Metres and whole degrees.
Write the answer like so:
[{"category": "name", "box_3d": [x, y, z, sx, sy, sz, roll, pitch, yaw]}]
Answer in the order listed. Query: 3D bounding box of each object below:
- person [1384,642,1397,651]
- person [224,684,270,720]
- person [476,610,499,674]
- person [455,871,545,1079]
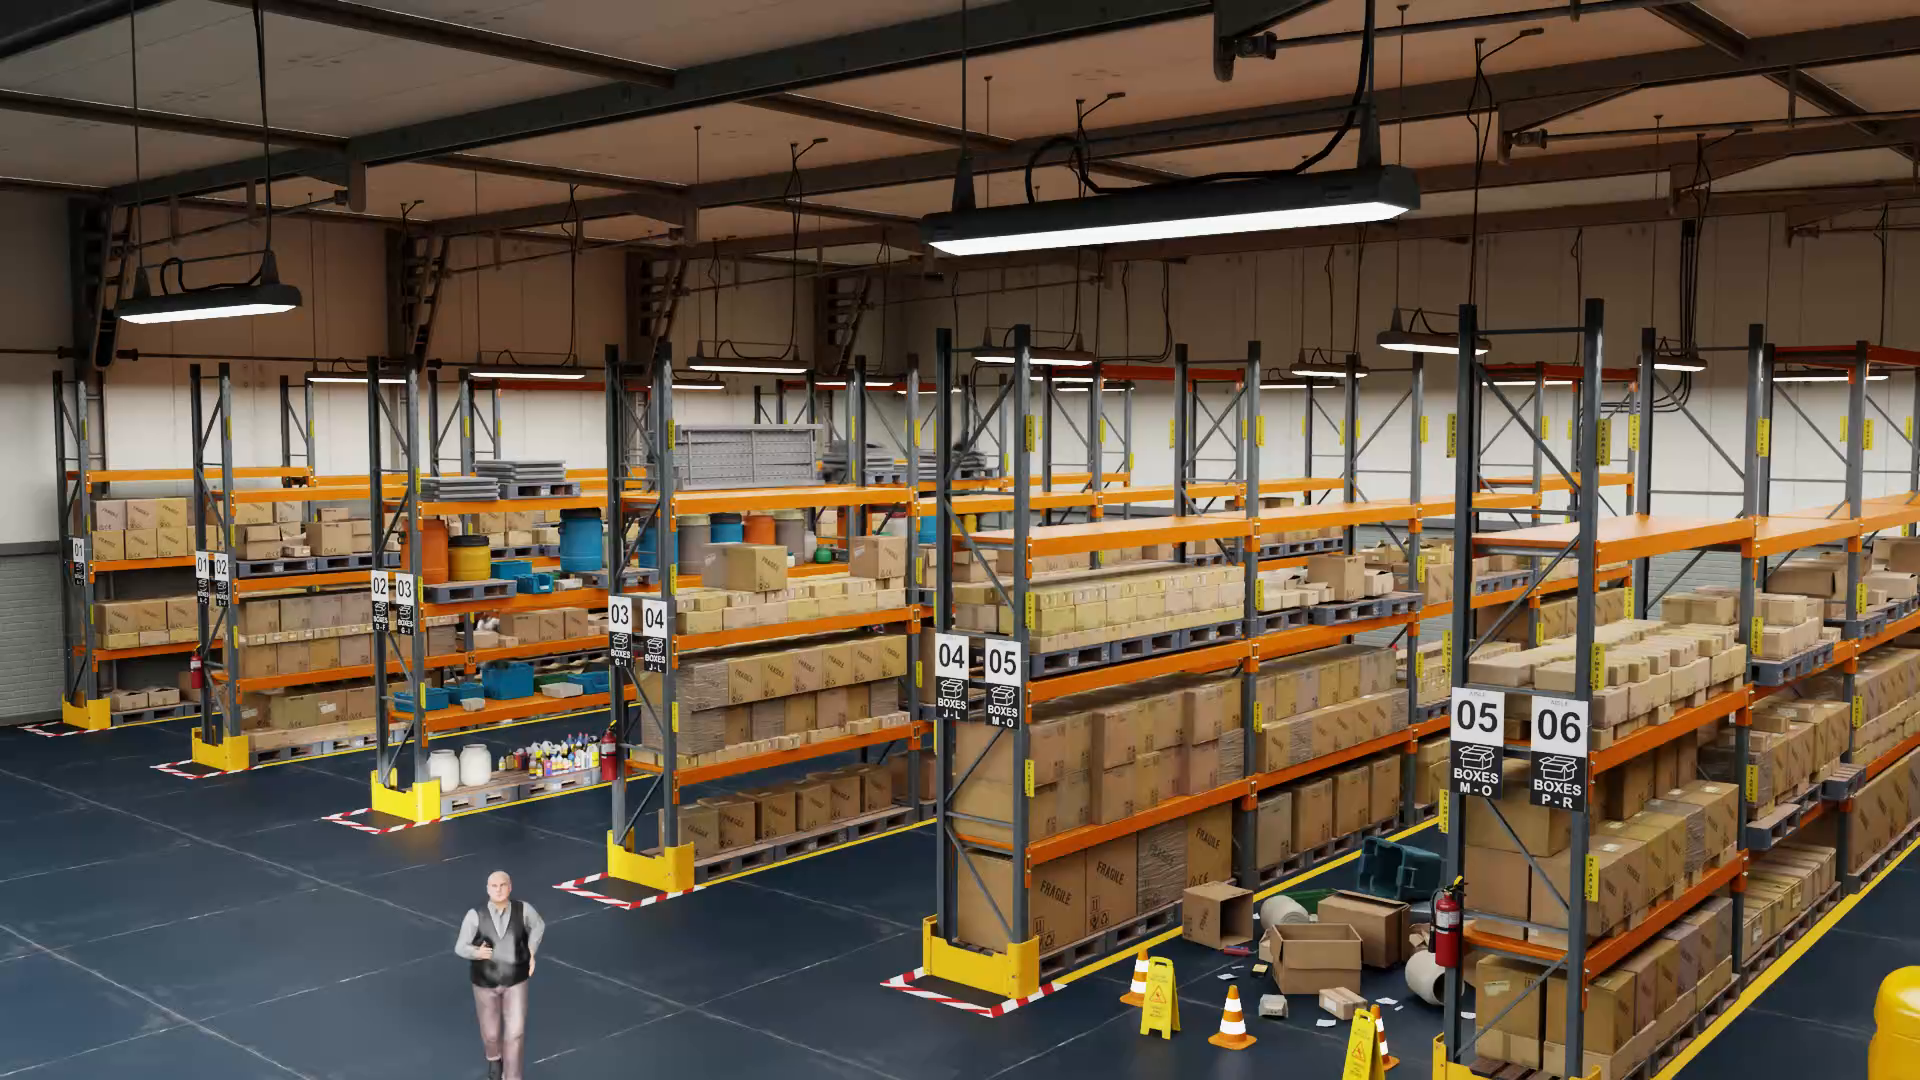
[{"category": "person", "box_3d": [6.719, 2.443, 25.664, 0.649, 1.779, 0.969, 3, 5, 34]}, {"category": "person", "box_3d": [-11.516, 2.422, 26.796, 0.611, 1.619, 0.652, 3, 5, 34]}, {"category": "person", "box_3d": [-8.826, 2.057, 30.961, 0.641, 1.779, 0.658, 3, 5, 34]}, {"category": "person", "box_3d": [-3.471, 3.370, 12.578, 0.657, 1.732, 0.888, -1, 4, -14]}]
